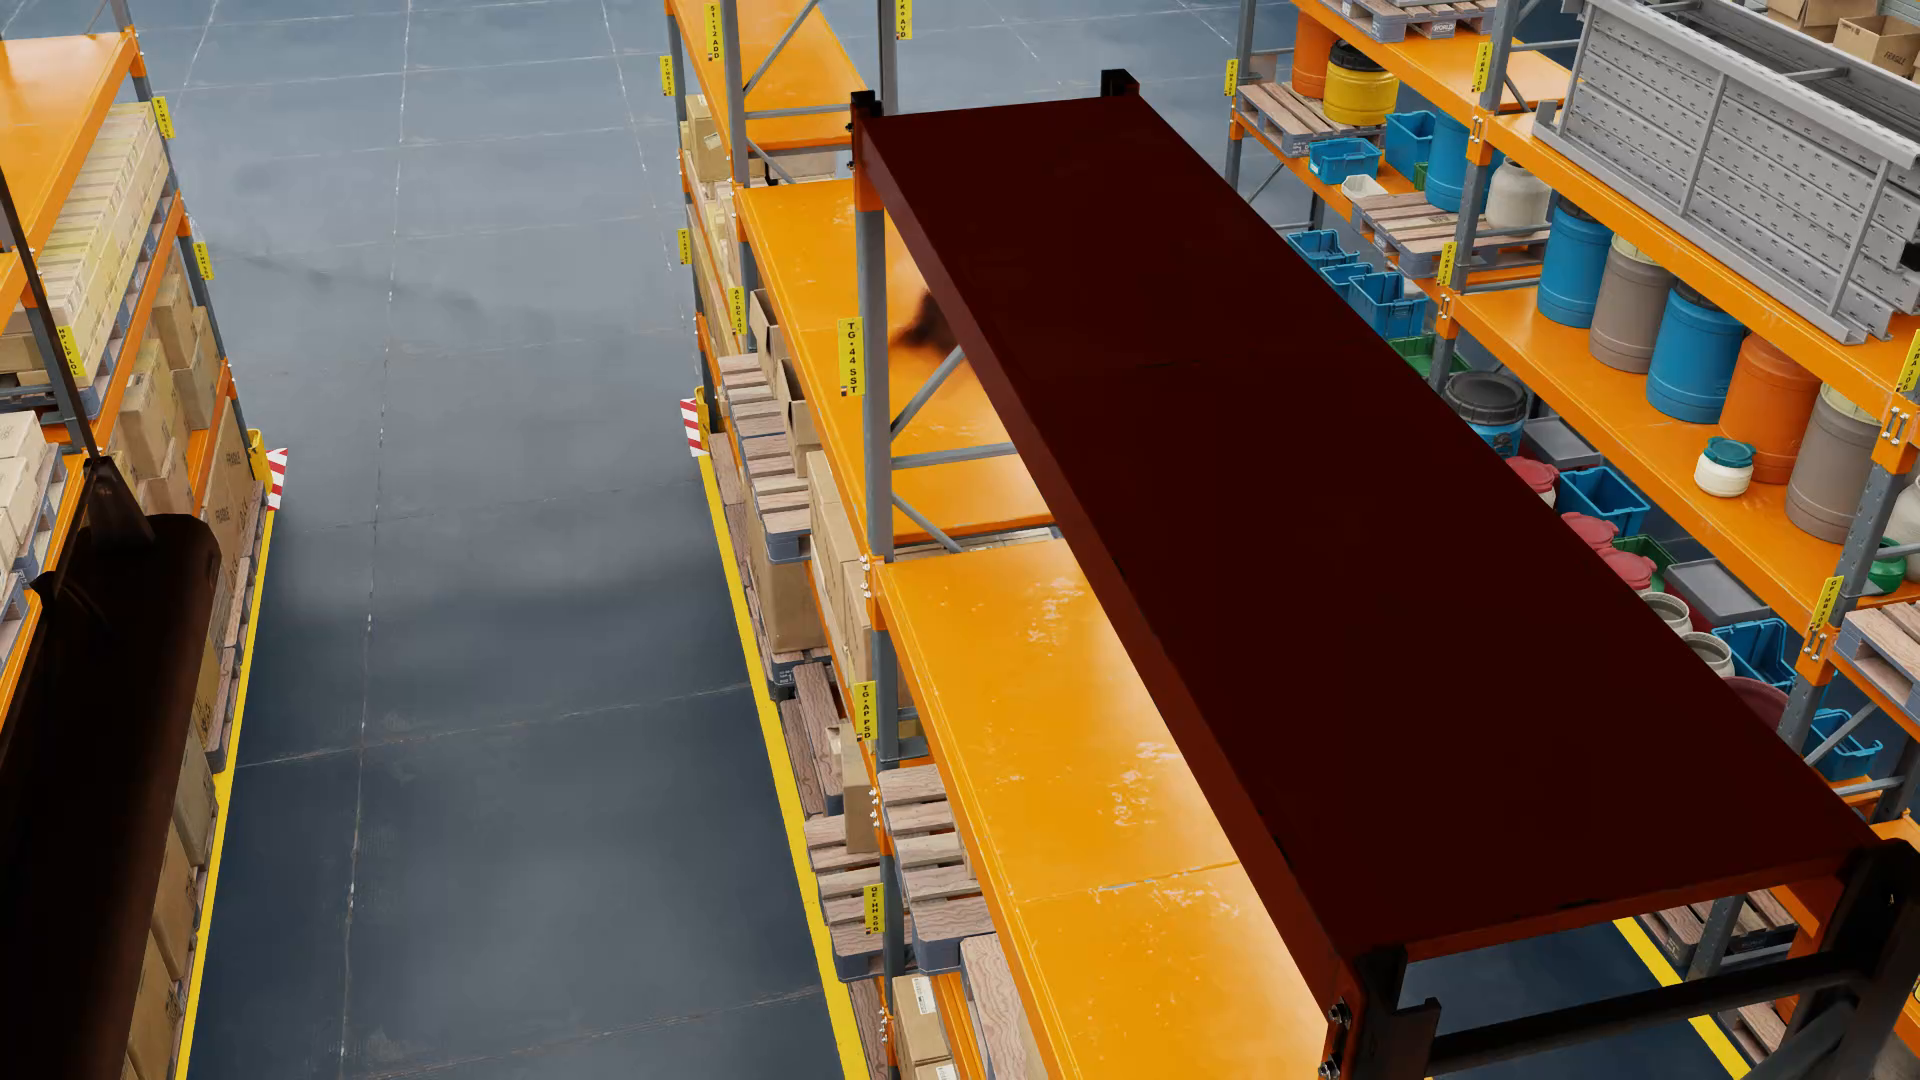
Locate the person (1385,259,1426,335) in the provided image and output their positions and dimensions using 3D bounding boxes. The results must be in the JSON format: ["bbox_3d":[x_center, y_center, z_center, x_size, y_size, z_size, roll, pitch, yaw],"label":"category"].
[{"bbox_3d":[4.367,-2.520,16.246,0.699,1.708,0.558,-25,42,-32],"label":"person"}]
